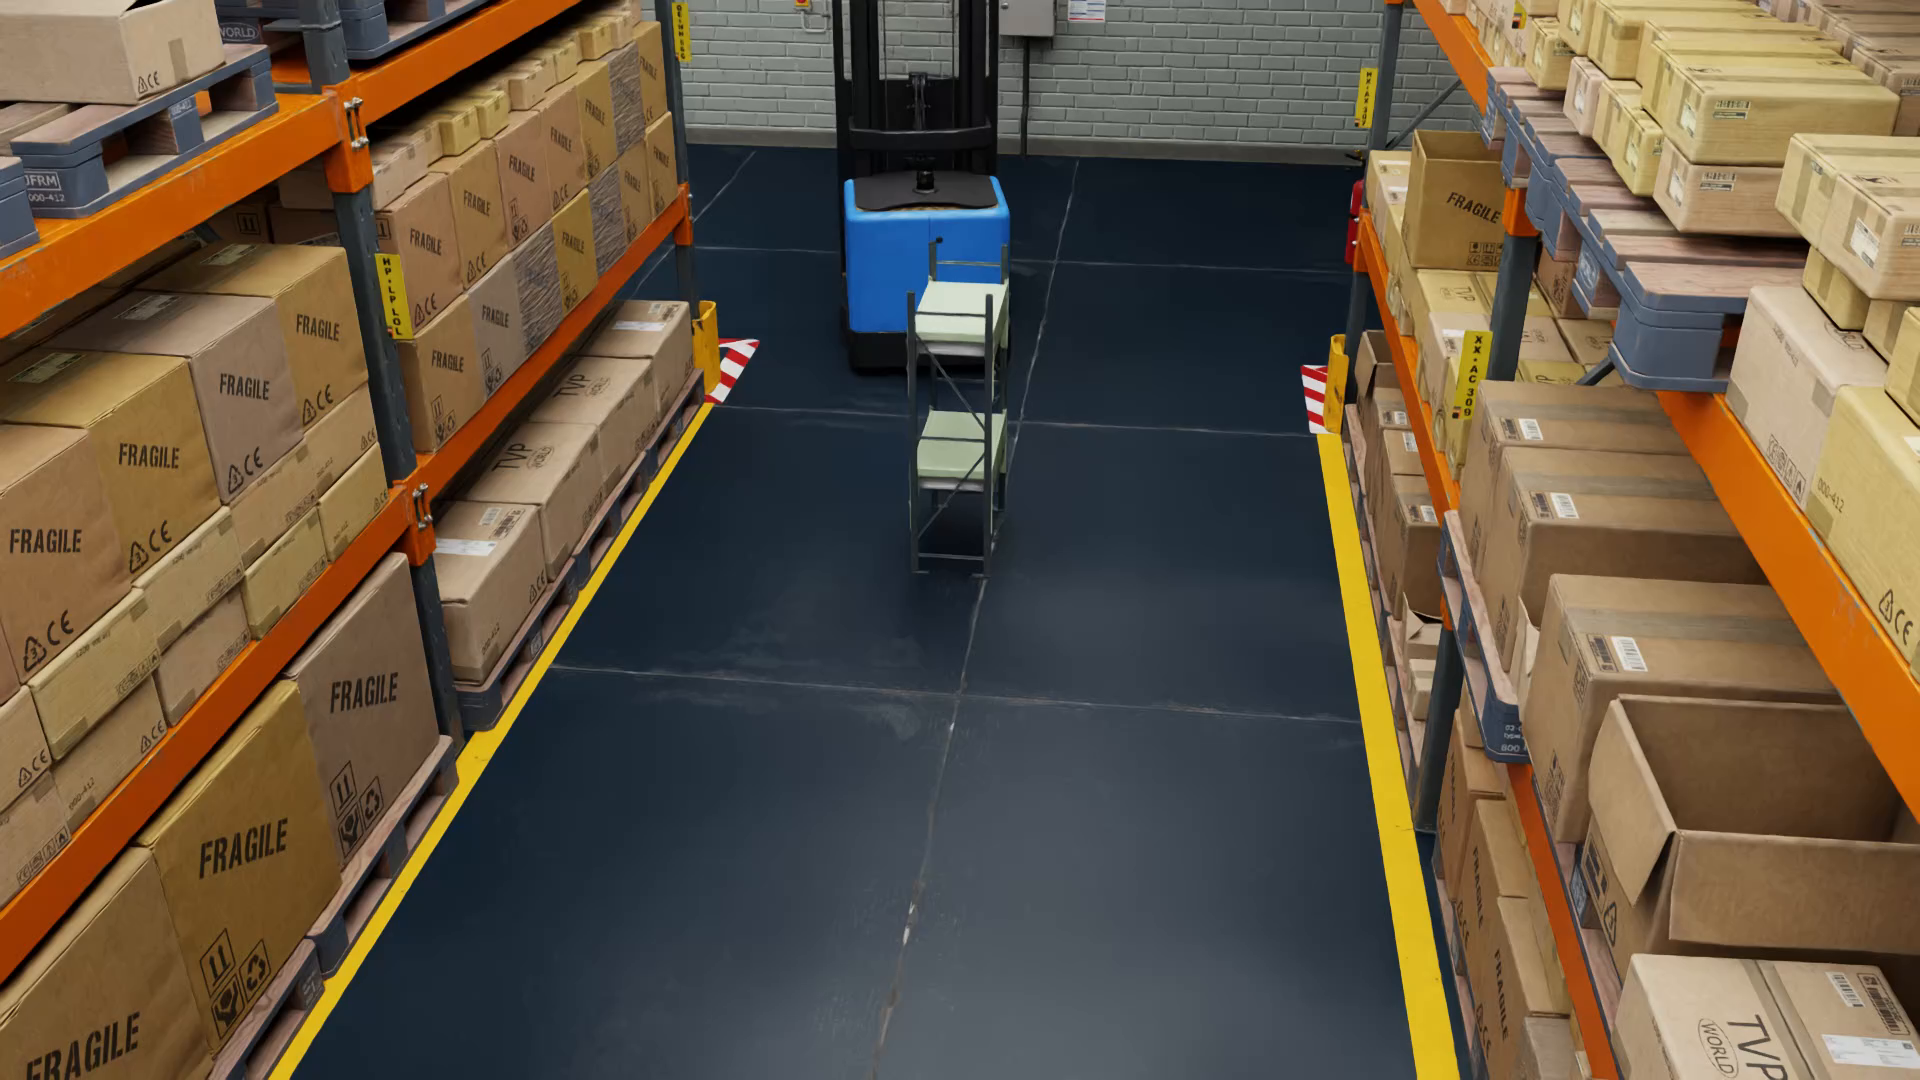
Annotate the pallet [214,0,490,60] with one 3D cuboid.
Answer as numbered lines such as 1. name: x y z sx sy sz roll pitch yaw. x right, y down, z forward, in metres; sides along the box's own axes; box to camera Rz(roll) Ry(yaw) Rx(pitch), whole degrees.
1. pallet: -2.510 -2.110 6.435 1.003 0.211 1.213 3 28 6

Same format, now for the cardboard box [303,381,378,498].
1. cardboard box: -2.433 -0.377 5.917 0.500 0.250 0.500 3 28 6

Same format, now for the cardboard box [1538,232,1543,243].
1. cardboard box: 2.874 -1.398 8.027 0.500 0.250 0.500 4 29 8

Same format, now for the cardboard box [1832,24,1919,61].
1. cardboard box: 2.255 -1.094 3.859 0.380 0.149 0.250 3 28 5

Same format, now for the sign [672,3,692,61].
1. sign: -1.593 -2.903 9.505 0.100 0.325 0.005 3 28 6

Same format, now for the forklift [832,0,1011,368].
1. forklift: -0.312 -3.060 11.340 1.130 2.935 3.031 -2 28 -4

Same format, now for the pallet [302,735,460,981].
1. pallet: -2.640 1.151 6.391 1.003 0.211 1.213 3 28 6

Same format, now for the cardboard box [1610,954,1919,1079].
1. cardboard box: 1.624 1.091 3.277 0.500 0.250 0.500 2 28 4

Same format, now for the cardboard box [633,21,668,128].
1. cardboard box: -1.953 -2.570 9.199 0.500 0.500 0.500 4 29 8

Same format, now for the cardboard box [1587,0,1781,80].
1. cardboard box: 1.794 -1.243 4.135 0.380 0.149 0.250 3 28 5

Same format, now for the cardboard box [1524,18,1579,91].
1. cardboard box: 1.809 -1.359 4.664 0.380 0.149 0.250 4 29 7

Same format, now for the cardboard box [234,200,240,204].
1. cardboard box: -2.899 -1.377 6.301 0.380 0.149 0.250 3 28 5

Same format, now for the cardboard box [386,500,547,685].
1. cardboard box: -2.437 0.210 7.457 0.875 0.438 0.875 3 28 5

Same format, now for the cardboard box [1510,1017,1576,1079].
1. cardboard box: 1.833 1.702 4.620 0.500 0.500 0.500 2 28 4

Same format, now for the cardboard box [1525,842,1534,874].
1. cardboard box: 2.001 1.012 5.218 0.380 0.149 0.250 3 28 5

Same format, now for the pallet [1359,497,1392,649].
1. pallet: 2.538 0.171 8.210 1.003 0.211 1.213 3 28 6

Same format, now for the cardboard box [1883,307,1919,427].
1. cardboard box: 1.717 -0.248 2.623 0.380 0.149 0.250 3 28 6

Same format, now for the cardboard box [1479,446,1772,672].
1. cardboard box: 1.962 0.072 4.905 0.700 0.500 0.500 4 29 7

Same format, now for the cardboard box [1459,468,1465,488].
1. cardboard box: 2.095 -0.212 6.245 0.380 0.149 0.250 4 29 7

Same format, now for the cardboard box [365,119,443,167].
1. cardboard box: -2.319 -1.592 6.699 0.380 0.149 0.250 3 28 6

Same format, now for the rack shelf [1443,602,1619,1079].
1. rack shelf: 2.061 1.101 4.303 1.077 0.370 4.000 3 28 6

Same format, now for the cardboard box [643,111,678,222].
1. cardboard box: -1.927 -2.129 9.433 0.500 0.500 0.500 4 29 6

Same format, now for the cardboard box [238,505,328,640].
1. cardboard box: -2.489 0.087 5.583 0.500 0.250 0.500 3 28 5

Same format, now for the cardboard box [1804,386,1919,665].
1. cardboard box: 1.699 -0.021 2.623 0.500 0.250 0.500 3 29 6

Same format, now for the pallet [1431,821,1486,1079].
1. pallet: 2.244 1.455 5.826 1.003 0.211 1.213 3 28 6

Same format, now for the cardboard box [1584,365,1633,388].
1. cardboard box: 2.635 -0.440 6.248 0.500 0.250 0.500 3 28 6

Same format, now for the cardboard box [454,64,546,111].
1. cardboard box: -2.119 -2.063 7.574 0.380 0.149 0.250 3 29 6

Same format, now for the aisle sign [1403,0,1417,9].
1. aisle sign: 2.513 -3.234 8.849 0.394 0.787 0.004 3 28 6

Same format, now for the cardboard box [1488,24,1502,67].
1. cardboard box: 2.132 -1.795 6.021 0.380 0.149 0.250 4 29 8

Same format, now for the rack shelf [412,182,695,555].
1. rack shelf: -2.375 -1.069 8.330 1.077 0.370 4.000 3 28 6

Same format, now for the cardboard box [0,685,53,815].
1. cardboard box: -2.666 0.583 4.136 0.500 0.250 0.500 3 28 6

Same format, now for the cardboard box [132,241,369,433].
1. cardboard box: -2.426 -0.703 5.734 0.500 0.500 0.500 4 29 8

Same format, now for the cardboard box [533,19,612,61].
1. cardboard box: -2.003 -2.553 8.482 0.380 0.149 0.250 4 29 7

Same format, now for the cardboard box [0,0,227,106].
1. cardboard box: -2.520 -1.483 4.829 0.500 0.311 0.500 3 28 6

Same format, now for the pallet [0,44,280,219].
1. pallet: -2.684 -1.246 4.939 0.805 0.209 1.217 2 28 4

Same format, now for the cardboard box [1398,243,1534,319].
1. cardboard box: 2.312 -1.189 7.639 0.500 0.250 0.500 3 28 5

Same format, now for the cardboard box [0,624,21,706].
1. cardboard box: -2.677 0.260 3.945 0.500 0.500 0.500 4 29 8

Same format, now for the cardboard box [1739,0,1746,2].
1. cardboard box: 2.385 -1.579 4.759 0.380 0.149 0.250 3 28 5

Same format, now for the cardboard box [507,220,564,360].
1. cardboard box: -2.170 -1.164 7.643 0.500 0.500 0.500 4 29 7

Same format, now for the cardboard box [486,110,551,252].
1. cardboard box: -2.180 -1.616 7.428 0.500 0.500 0.500 4 29 7

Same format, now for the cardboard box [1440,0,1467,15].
1. cardboard box: 2.217 -2.280 6.922 0.380 0.149 0.250 4 29 7

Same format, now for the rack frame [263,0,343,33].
1. rack frame: -2.620 -3.085 4.989 1.000 3.000 0.127 3 28 6

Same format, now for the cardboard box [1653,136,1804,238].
1. cardboard box: 1.712 -0.754 3.541 0.380 0.149 0.250 4 29 7

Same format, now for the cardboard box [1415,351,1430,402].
1. cardboard box: 2.175 -0.703 7.157 0.380 0.149 0.250 3 28 5

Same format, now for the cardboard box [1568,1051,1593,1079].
1. cardboard box: 1.816 1.486 4.339 0.380 0.149 0.250 2 28 4

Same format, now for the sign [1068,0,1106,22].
1. sign: 1.120 -4.819 14.632 0.329 0.494 0.001 3 28 6

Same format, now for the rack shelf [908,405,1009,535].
1. rack shelf: -0.001 -0.370 8.543 0.431 0.370 0.720 3 28 6

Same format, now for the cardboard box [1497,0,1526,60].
1. cardboard box: 2.117 -1.785 5.582 0.500 0.250 0.500 3 29 6

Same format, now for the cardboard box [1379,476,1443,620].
1. cardboard box: 2.357 0.046 7.694 0.700 0.500 0.500 2 28 4

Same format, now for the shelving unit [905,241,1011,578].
1. shelving unit: -0.001 -0.657 8.388 0.431 1.500 0.755 3 28 6
